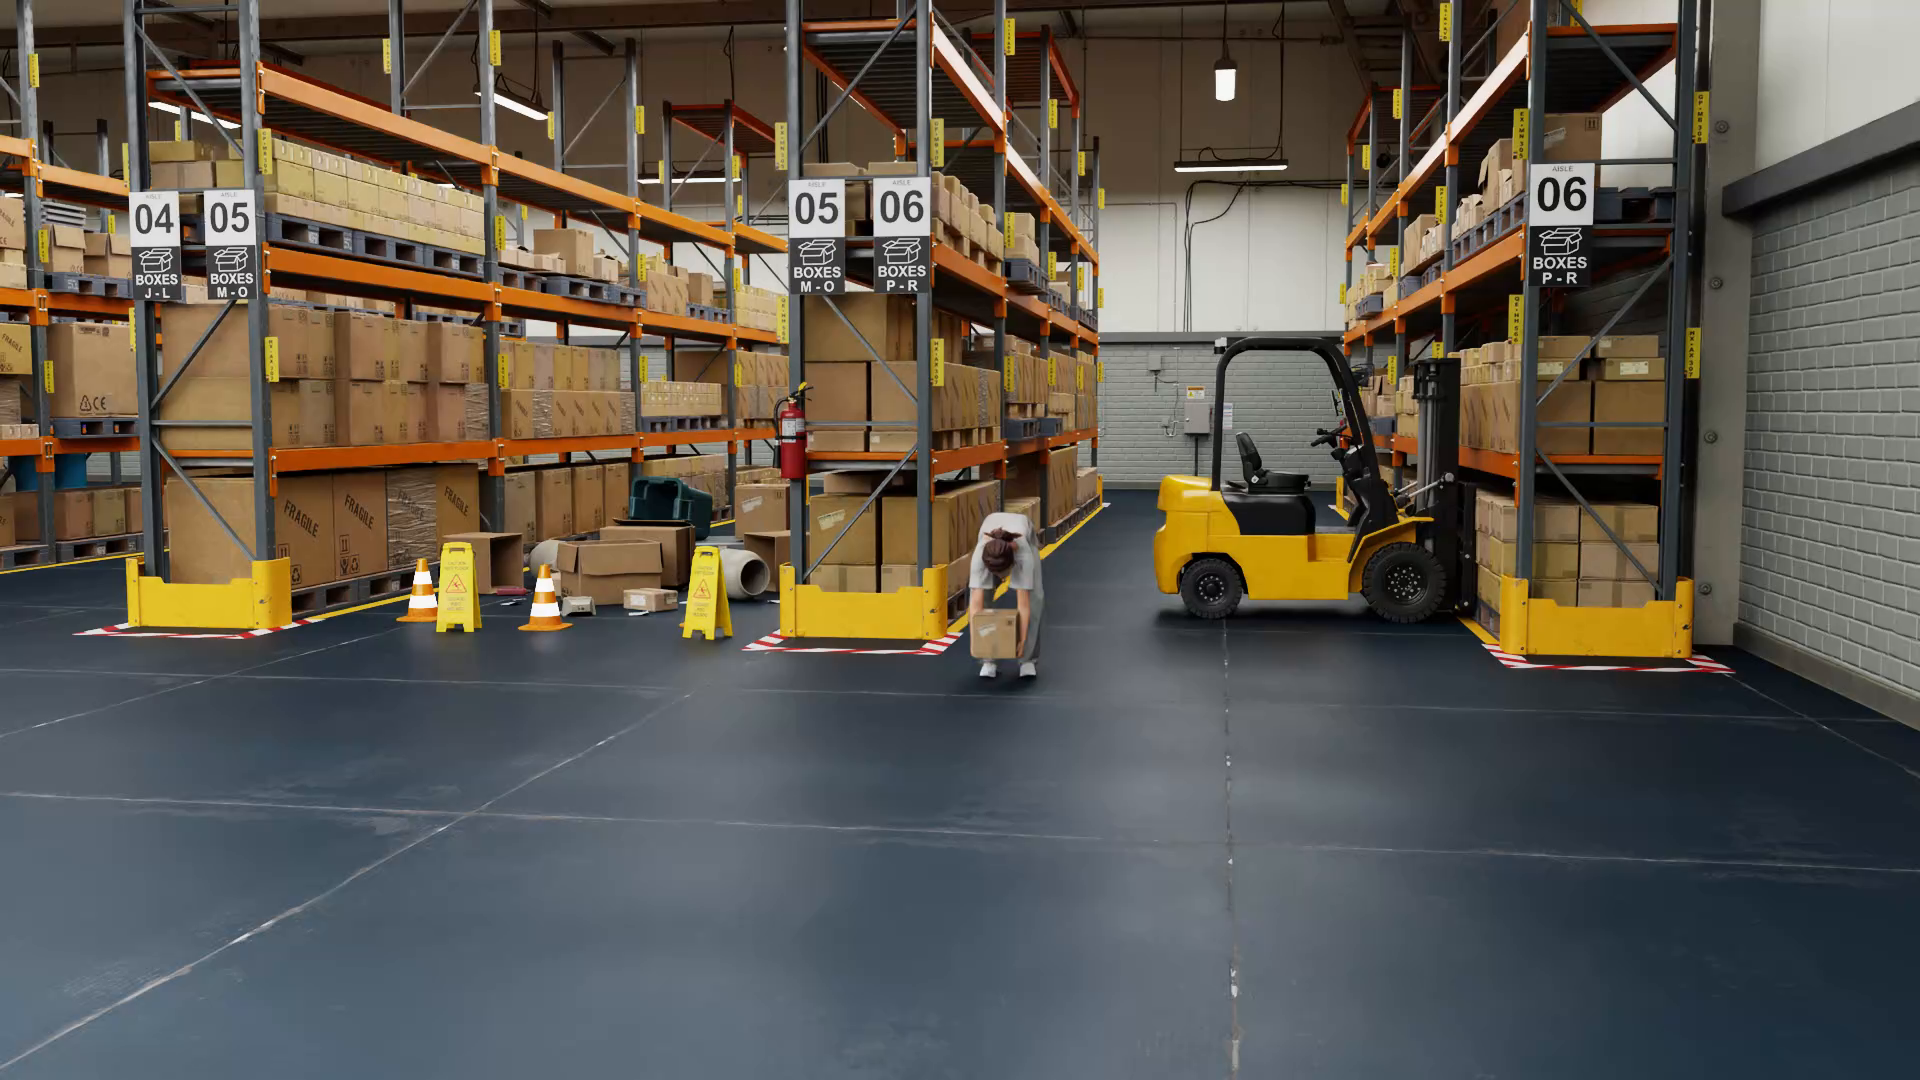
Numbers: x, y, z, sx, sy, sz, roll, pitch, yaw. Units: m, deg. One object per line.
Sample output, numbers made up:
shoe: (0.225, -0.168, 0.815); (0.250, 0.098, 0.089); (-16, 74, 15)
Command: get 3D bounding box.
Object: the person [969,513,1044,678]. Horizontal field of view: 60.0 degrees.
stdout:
person: (0.275, 0.342, 9.903); (0.446, 0.985, 0.863); (0, 5, 6)
